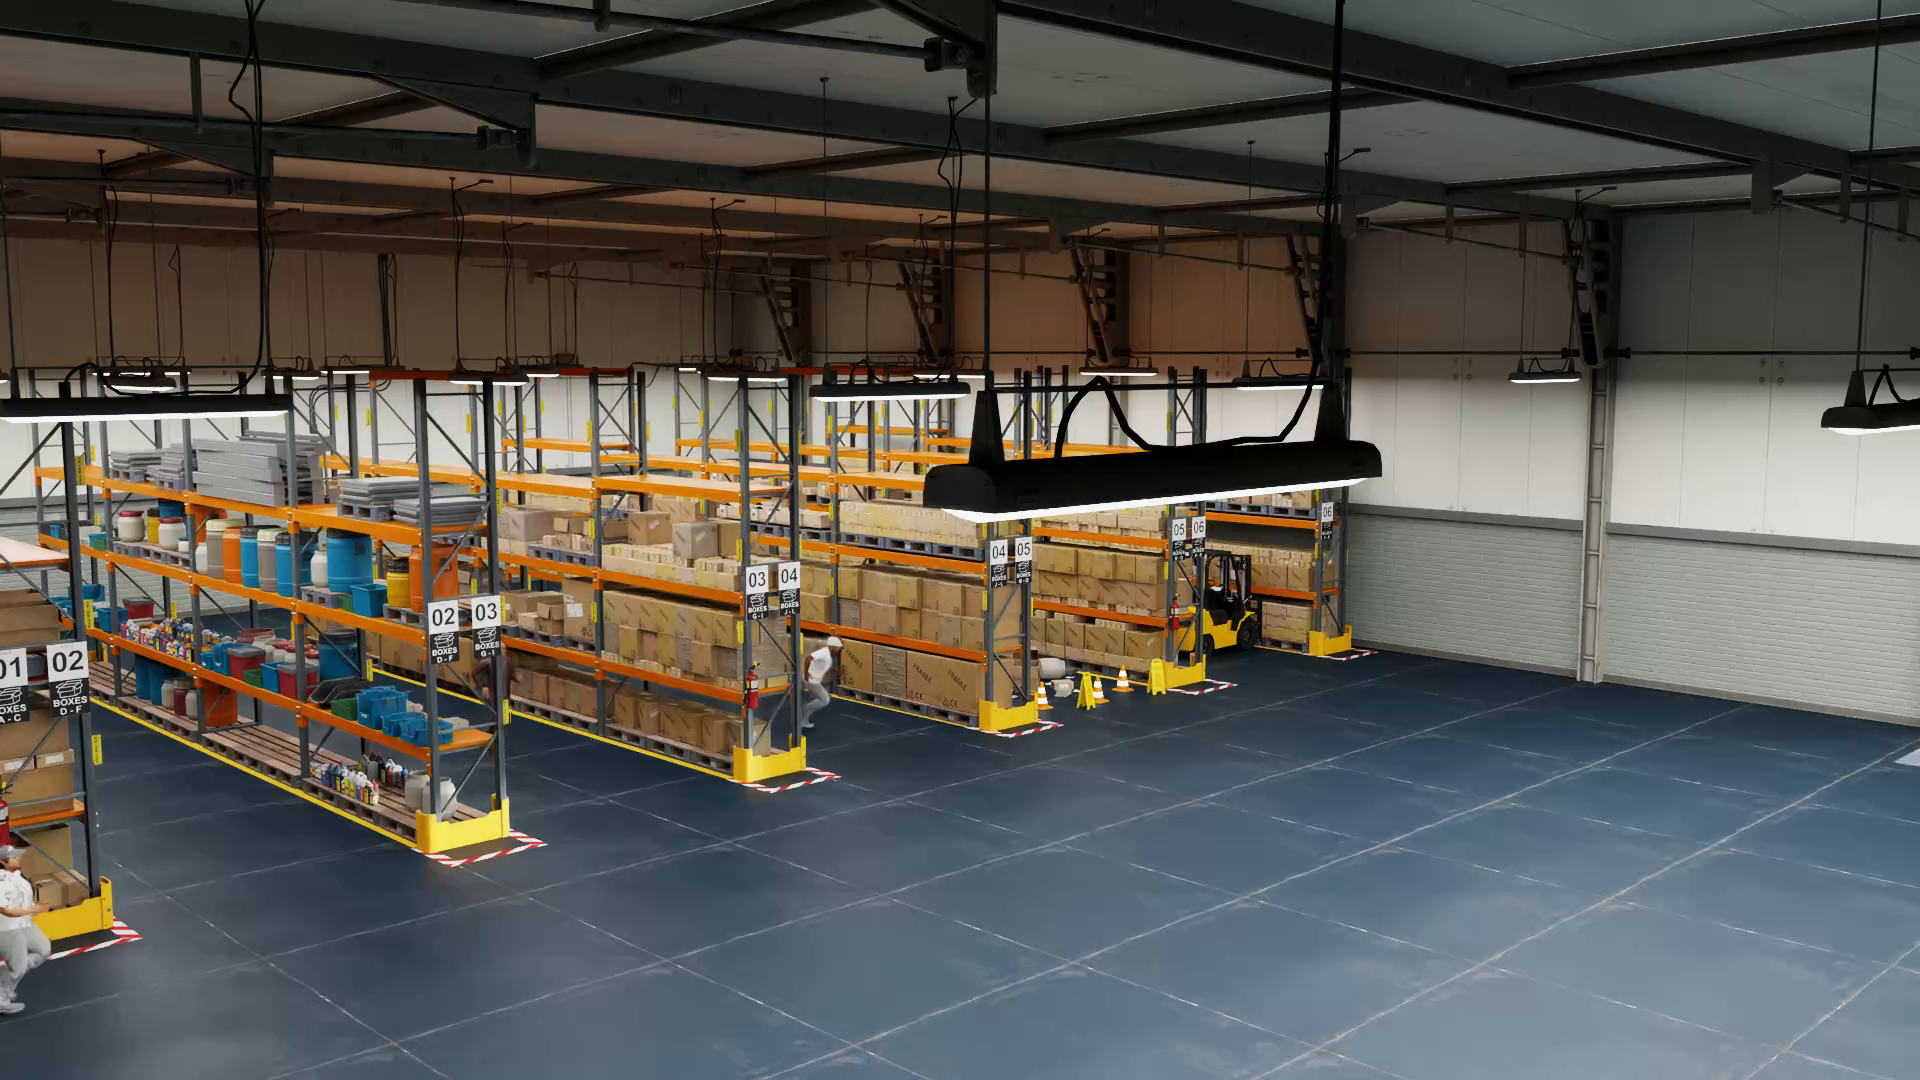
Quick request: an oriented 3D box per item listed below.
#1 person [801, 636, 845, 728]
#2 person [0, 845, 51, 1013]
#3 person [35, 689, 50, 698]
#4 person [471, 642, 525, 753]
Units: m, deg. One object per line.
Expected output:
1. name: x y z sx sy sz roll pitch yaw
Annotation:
1. person: -2.364 2.400 27.919 0.840 1.578 0.735 1 7 9
2. person: -9.065 3.725 16.006 0.565 1.618 0.594 -2 7 -19
3. person: -13.525 2.703 24.636 0.909 1.697 0.553 4 8 32
4. person: -7.292 2.505 26.317 0.845 1.804 0.705 4 8 32
